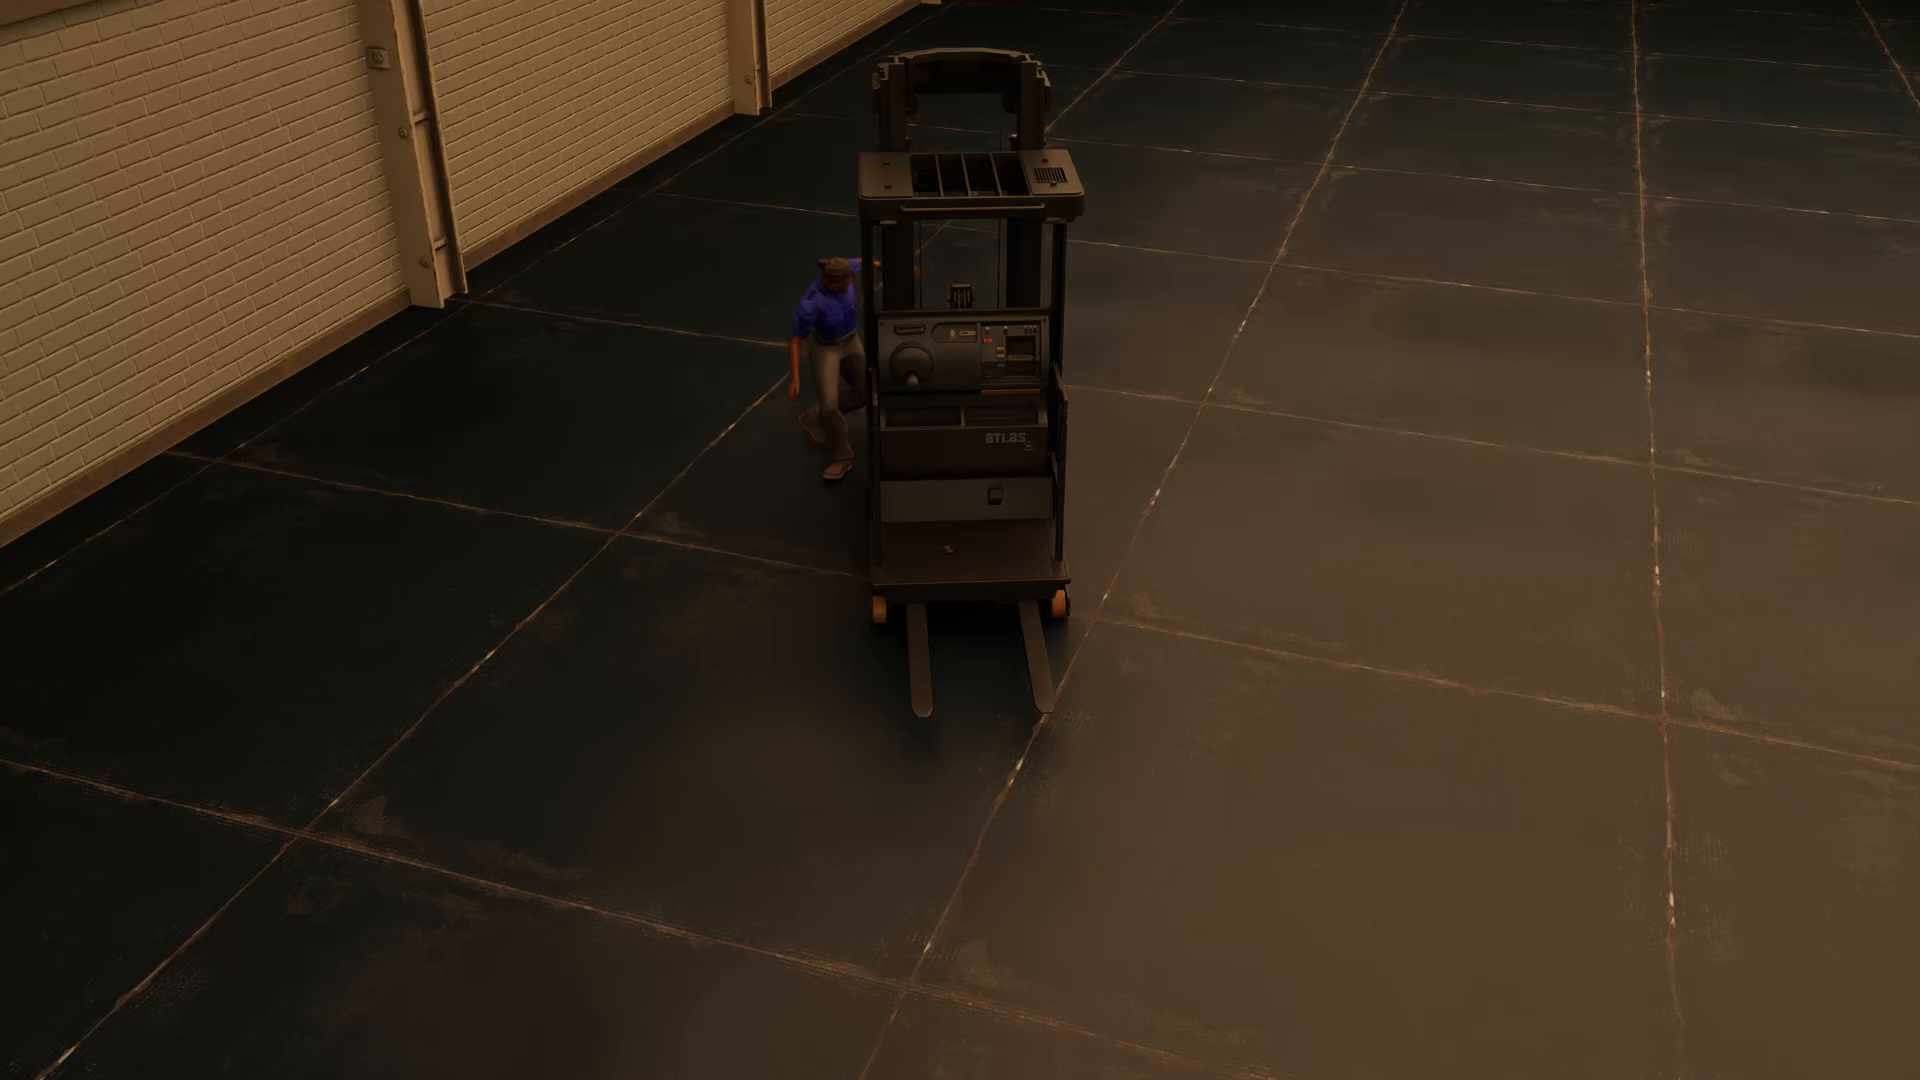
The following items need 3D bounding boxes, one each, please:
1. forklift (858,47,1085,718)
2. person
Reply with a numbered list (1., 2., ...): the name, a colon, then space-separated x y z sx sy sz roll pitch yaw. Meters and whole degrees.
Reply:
1. forklift: 0.035 -0.972 8.842 1.130 2.935 3.031 -2 30 -3
2. person: -0.736 -1.241 10.812 1.098 1.429 0.662 -26 38 -37
